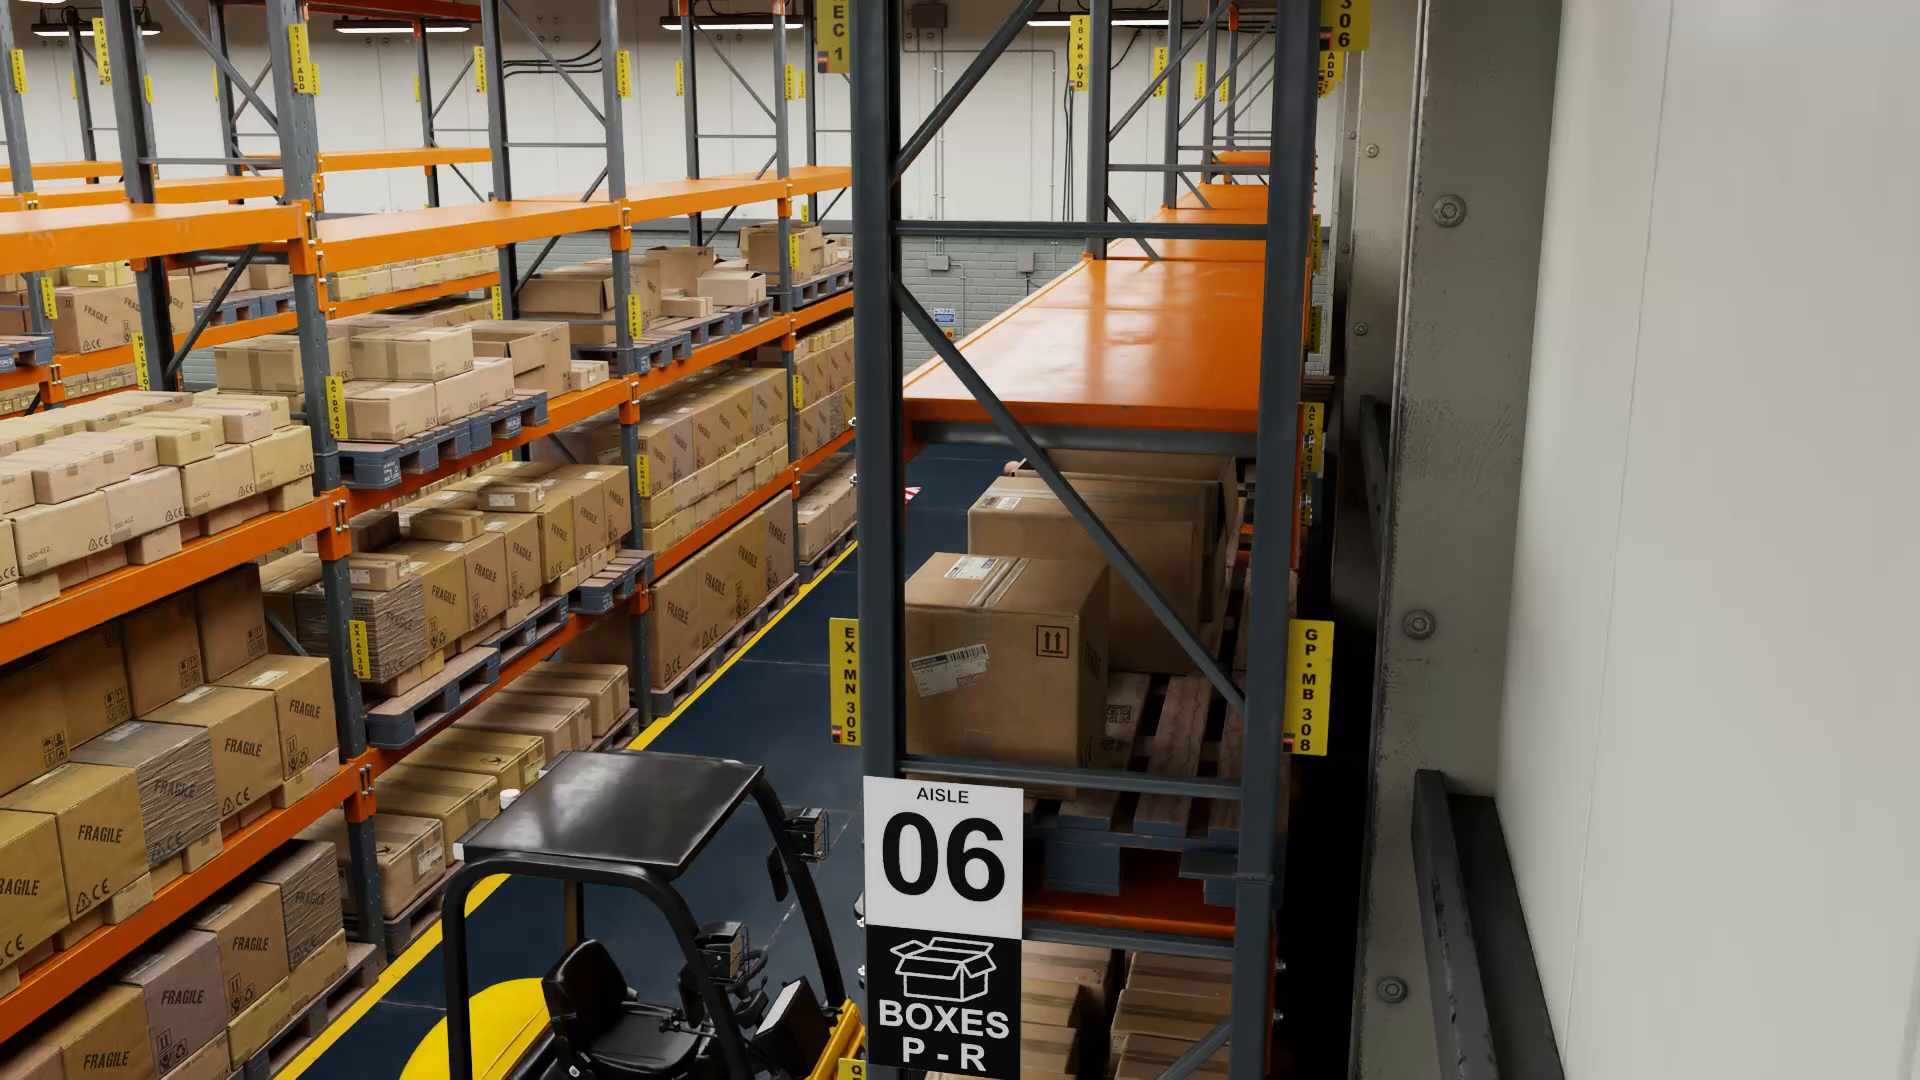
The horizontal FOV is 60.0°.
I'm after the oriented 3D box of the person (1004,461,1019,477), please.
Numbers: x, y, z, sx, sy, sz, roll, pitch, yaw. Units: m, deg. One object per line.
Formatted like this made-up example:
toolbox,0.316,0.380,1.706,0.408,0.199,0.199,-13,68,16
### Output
person,0.405,0.135,15.041,0.426,1.720,0.585,2,15,8
